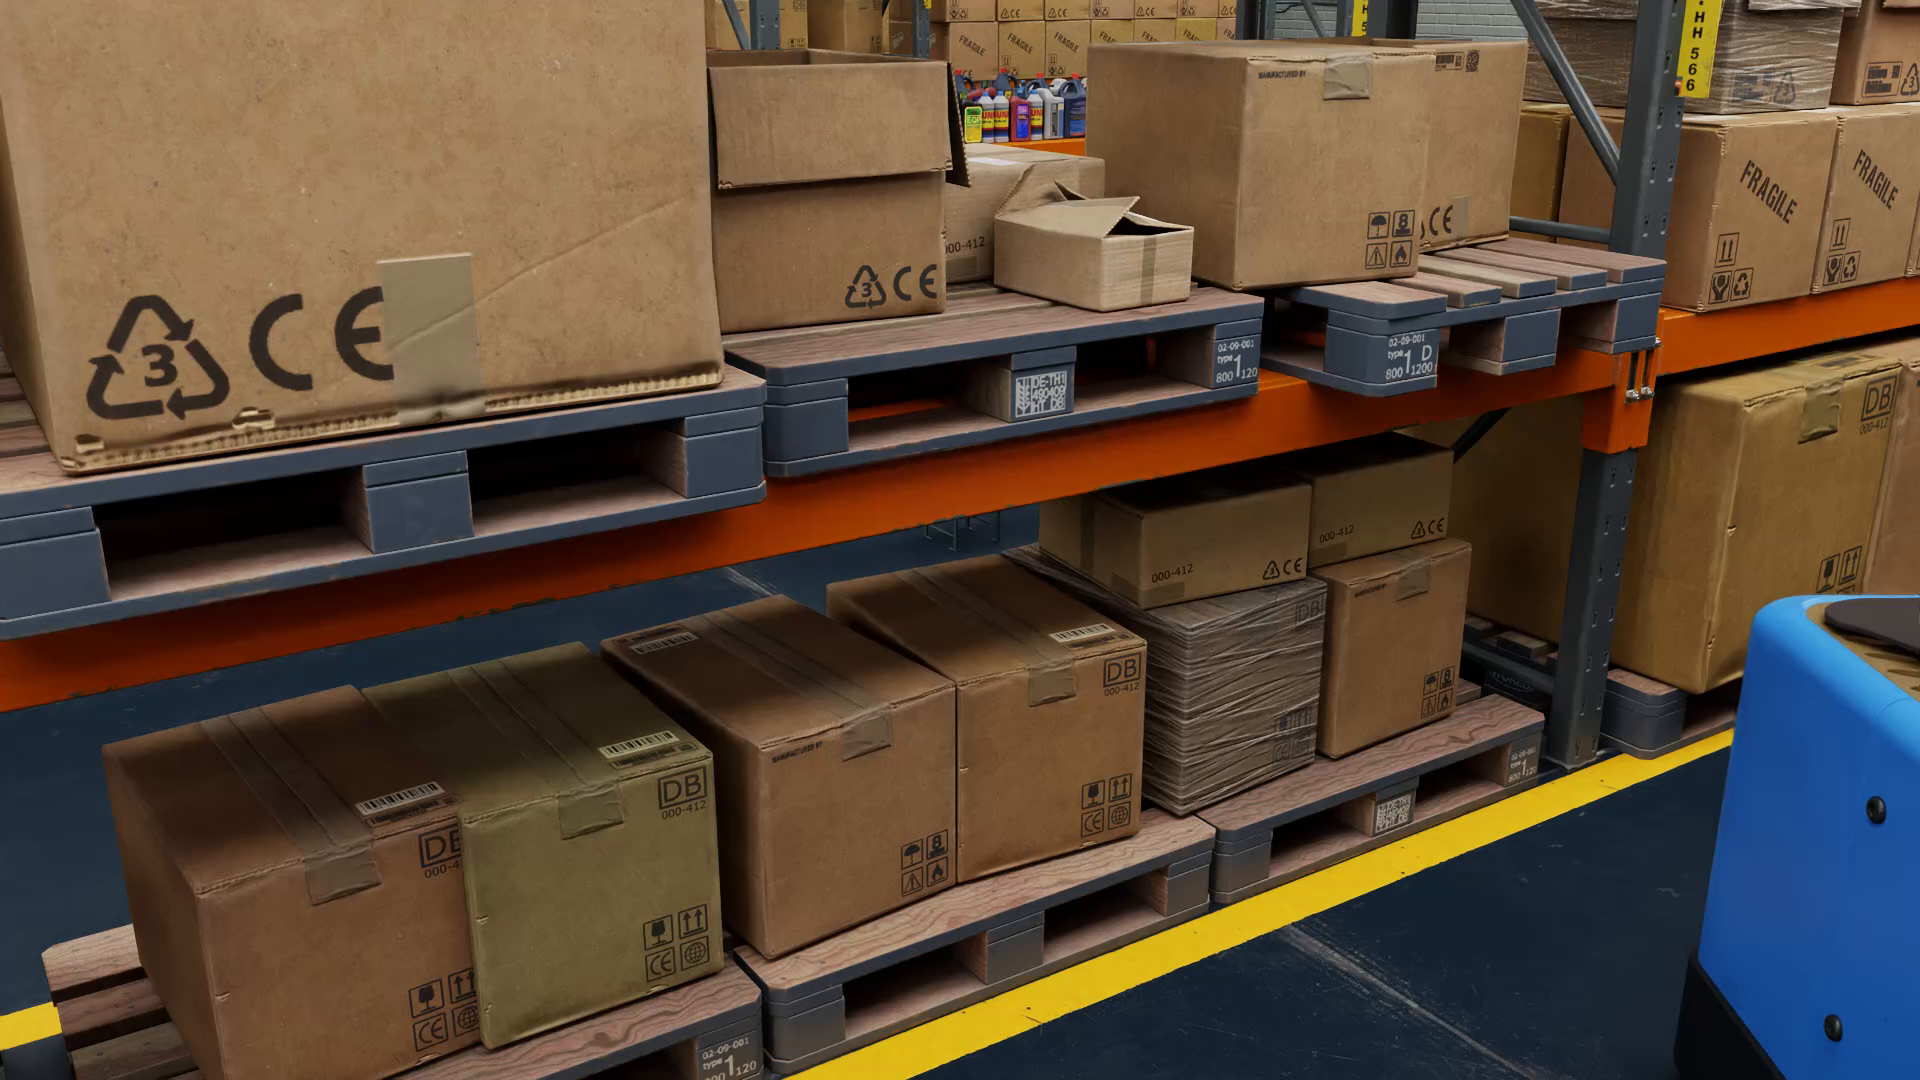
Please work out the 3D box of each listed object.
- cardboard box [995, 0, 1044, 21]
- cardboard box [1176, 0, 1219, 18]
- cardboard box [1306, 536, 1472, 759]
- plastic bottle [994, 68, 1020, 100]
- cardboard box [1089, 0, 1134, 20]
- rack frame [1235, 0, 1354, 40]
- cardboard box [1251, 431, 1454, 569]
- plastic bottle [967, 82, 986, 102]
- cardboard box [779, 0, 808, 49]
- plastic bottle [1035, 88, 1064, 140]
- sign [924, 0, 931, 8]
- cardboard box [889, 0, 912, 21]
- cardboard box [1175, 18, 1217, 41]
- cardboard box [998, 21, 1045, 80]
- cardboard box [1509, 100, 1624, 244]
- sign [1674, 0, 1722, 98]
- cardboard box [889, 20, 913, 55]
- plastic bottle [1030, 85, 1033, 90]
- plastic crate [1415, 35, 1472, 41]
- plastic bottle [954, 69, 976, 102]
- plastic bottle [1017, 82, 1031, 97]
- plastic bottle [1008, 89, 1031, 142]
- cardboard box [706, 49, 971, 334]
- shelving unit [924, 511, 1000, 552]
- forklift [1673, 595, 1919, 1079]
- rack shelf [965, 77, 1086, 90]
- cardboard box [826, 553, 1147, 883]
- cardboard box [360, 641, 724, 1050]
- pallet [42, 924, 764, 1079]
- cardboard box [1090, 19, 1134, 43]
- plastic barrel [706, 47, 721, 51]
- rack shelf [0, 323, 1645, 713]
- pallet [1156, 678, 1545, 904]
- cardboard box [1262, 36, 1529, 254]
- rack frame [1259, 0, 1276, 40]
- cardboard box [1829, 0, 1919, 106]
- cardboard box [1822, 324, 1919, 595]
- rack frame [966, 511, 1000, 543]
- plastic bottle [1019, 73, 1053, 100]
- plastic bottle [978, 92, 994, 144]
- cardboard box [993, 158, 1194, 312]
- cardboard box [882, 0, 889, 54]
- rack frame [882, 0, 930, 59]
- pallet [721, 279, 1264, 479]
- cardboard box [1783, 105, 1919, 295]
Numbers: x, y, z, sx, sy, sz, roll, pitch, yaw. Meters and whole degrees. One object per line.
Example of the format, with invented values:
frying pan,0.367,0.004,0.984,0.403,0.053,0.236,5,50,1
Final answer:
cardboard box,0.396,-4.871,14.751,0.500,0.500,0.500,-13,22,-33
cardboard box,2.116,-5.235,15.830,0.500,0.500,0.500,-11,22,-30
cardboard box,0.973,0.203,4.677,0.500,0.500,0.700,-13,23,-34
plastic bottle,0.277,-2.657,9.998,0.185,0.351,0.144,-12,22,-31
cardboard box,1.257,-5.052,15.288,0.500,0.500,0.500,-11,22,-30
rack frame,2.139,-2.925,10.714,0.127,3.000,1.000,-12,22,-31
cardboard box,0.979,-0.149,4.549,0.500,0.250,0.500,-11,22,-29
plastic bottle,0.089,-2.546,9.775,0.133,0.283,0.061,-12,22,-31
cardboard box,-1.641,-4.336,14.074,0.500,0.500,0.700,-8,20,-23
plastic bottle,0.495,-2.396,9.342,0.135,0.276,0.152,-12,22,-31
sign,-0.274,-4.652,14.013,0.005,0.325,0.100,-12,22,-31
cardboard box,-0.303,-4.930,14.927,0.500,0.500,0.500,-12,22,-31
cardboard box,2.102,-4.759,15.982,0.500,0.500,0.500,-12,22,-31
cardboard box,0.419,-4.406,14.939,0.500,0.500,0.500,-11,22,-30
cardboard box,1.798,-1.097,5.149,0.500,0.500,0.500,-11,22,-30
sign,1.828,-1.264,4.114,0.005,0.325,0.100,-12,22,-31
cardboard box,-0.306,-4.455,15.083,0.500,0.500,0.500,-11,22,-31
plastic bottle,0.464,-2.668,10.153,0.097,0.271,0.097,0,19,0
plastic crate,3.022,-3.074,10.961,0.583,0.464,0.402,-12,22,-31
plastic bottle,0.011,-2.601,9.832,0.185,0.351,0.144,-12,22,-31
plastic bottle,0.380,-2.595,9.938,0.097,0.271,0.097,0,19,0
plastic bottle,0.327,-2.347,9.185,0.133,0.283,0.061,-12,22,-31
cardboard box,-0.422,-0.769,3.520,0.637,0.503,0.797,-9,21,-26
shelving unit,0.007,-0.428,6.605,0.210,0.900,0.258,-12,22,-31
forklift,2.965,-0.119,2.520,3.031,2.935,1.130,0,19,0
rack shelf,1.088,-4.262,15.793,4.000,0.370,1.077,-12,22,-31
cardboard box,0.047,0.406,4.077,0.500,0.500,0.700,-10,21,-27
cardboard box,-0.885,0.603,3.494,0.500,0.500,0.700,-12,22,-32
pallet,-1.169,0.992,3.481,1.213,0.211,1.003,-12,22,-31
cardboard box,1.262,-4.584,15.464,0.500,0.500,0.500,-12,22,-32
plastic barrel,-1.423,-2.122,8.127,0.708,0.536,0.600,-12,22,-31
rack shelf,-0.148,-0.203,3.785,4.000,0.370,1.077,-12,22,-31
pallet,0.868,0.562,4.752,1.213,0.211,1.003,-12,22,-31
cardboard box,1.093,-1.037,4.315,0.500,0.500,0.500,-15,24,-38
rack frame,2.758,-4.956,16.719,0.127,3.000,1.000,-12,22,-31
cardboard box,2.687,-1.657,5.240,0.637,0.503,0.797,-11,22,-30
cardboard box,2.858,-0.359,5.786,0.875,0.875,1.225,-12,22,-31
rack frame,0.092,-0.446,6.658,0.006,0.900,0.240,-12,22,-31
plastic bottle,0.435,-2.476,9.461,0.185,0.351,0.144,-12,22,-31
plastic bottle,0.139,-2.308,9.090,0.097,0.271,0.097,0,19,0
cardboard box,0.278,-0.665,3.583,0.258,0.266,0.396,-13,22,-33
cardboard box,-0.991,-6.198,19.927,0.700,0.700,0.980,-12,22,-32
rack frame,-0.583,-4.251,14.635,0.127,3.000,1.000,-12,22,-31
pallet,-0.109,-0.446,3.679,1.213,0.211,1.003,-12,22,-31
cardboard box,2.507,-1.048,5.004,0.500,0.500,0.500,-13,22,-33
